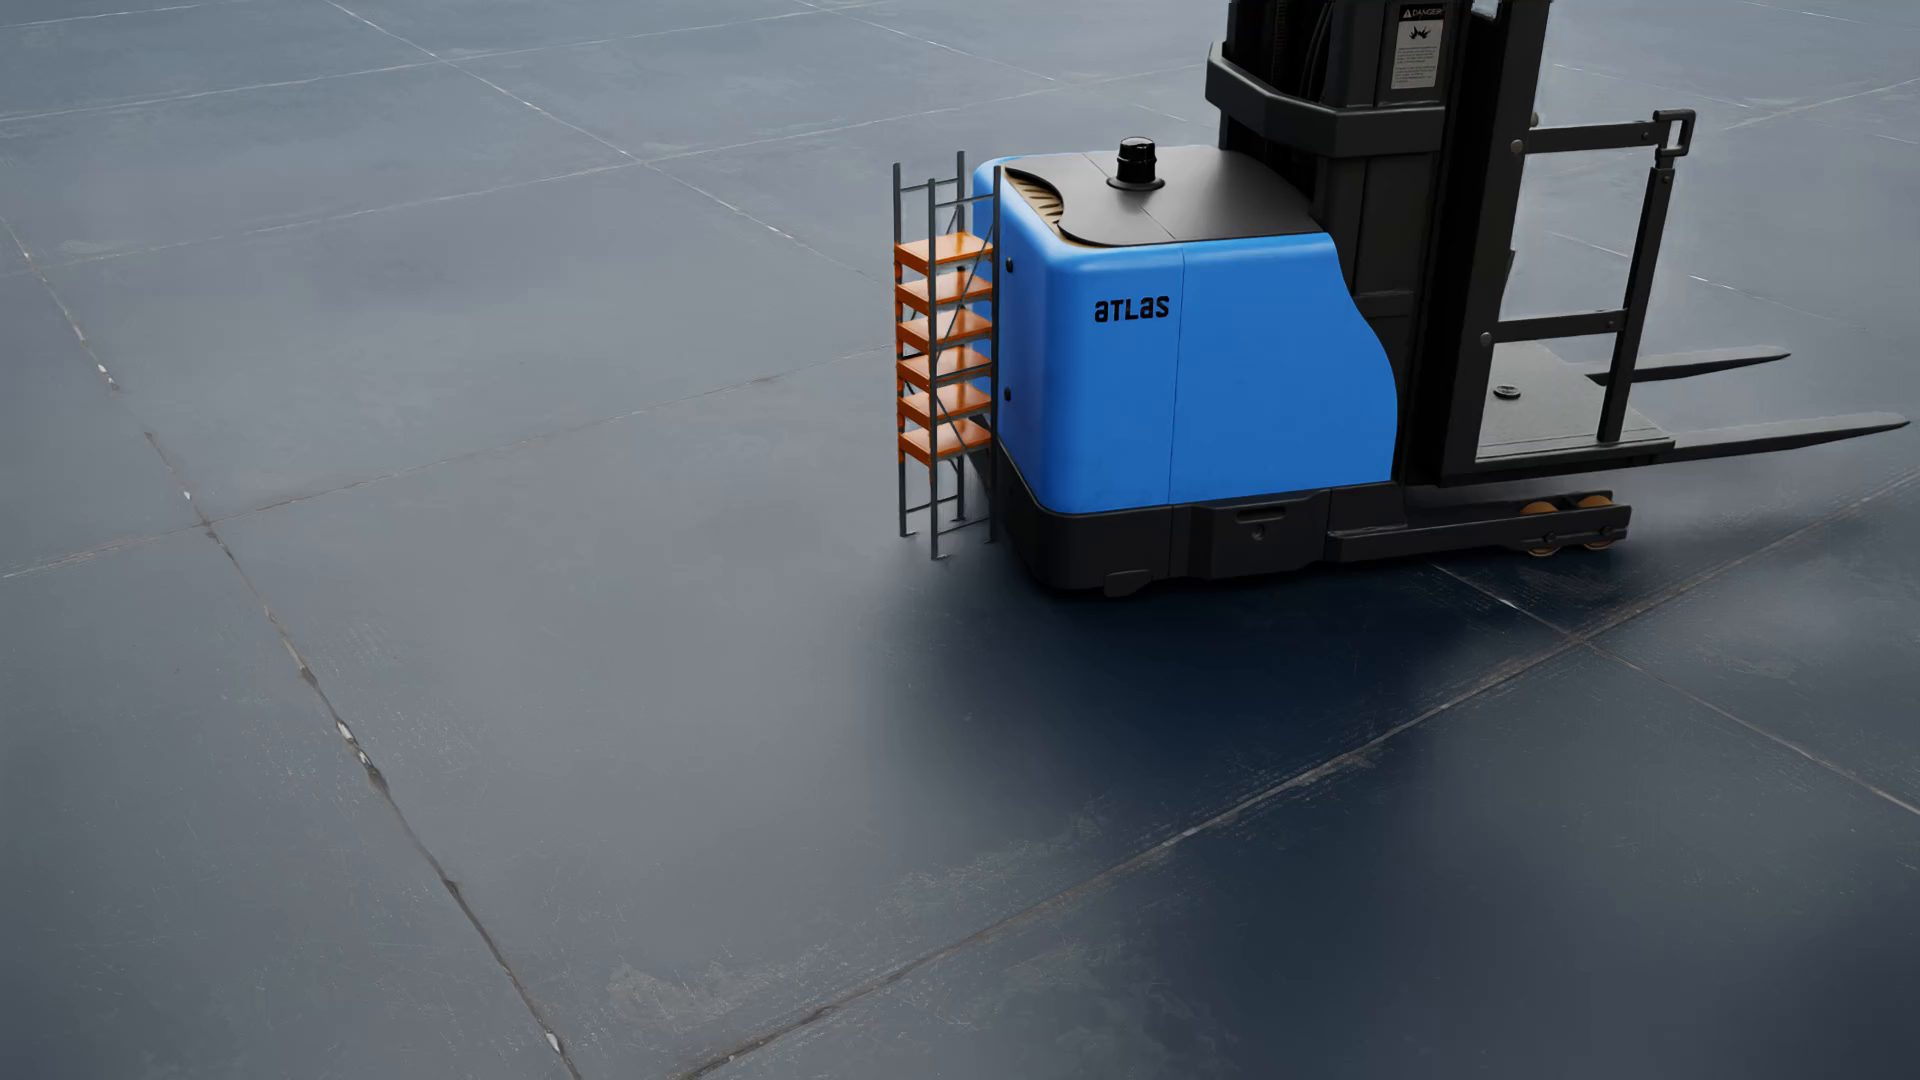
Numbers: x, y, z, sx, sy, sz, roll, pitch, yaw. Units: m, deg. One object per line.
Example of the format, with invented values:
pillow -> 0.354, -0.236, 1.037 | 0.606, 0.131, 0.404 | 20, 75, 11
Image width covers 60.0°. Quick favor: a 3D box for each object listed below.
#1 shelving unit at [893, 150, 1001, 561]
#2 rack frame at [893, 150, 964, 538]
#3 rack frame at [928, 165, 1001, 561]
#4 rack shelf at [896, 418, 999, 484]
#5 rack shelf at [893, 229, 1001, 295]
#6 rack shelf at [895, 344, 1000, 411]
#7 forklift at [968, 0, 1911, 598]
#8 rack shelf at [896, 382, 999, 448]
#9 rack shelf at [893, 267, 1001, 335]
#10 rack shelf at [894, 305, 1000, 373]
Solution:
shelving unit -> -0.038, -0.531, 4.971 | 0.258, 1.200, 0.189 | -18, 33, -29
rack frame -> -0.089, -0.567, 5.038 | 0.240, 1.200, 0.006 | -18, 33, -29
rack frame -> 0.013, -0.495, 4.904 | 0.240, 1.200, 0.006 | -18, 33, -29
rack shelf -> -0.038, -0.281, 5.107 | 0.258, 0.103, 0.180 | -18, 33, -29
rack shelf -> -0.038, -0.808, 4.820 | 0.258, 0.103, 0.180 | -18, 33, -29
rack shelf -> -0.038, -0.492, 4.992 | 0.258, 0.103, 0.180 | -18, 33, -29
forklift -> 1.600, -1.476, 4.896 | 3.031, 2.935, 1.130 | -6, 29, -11
rack shelf -> -0.038, -0.387, 5.049 | 0.258, 0.103, 0.180 | -18, 33, -29
rack shelf -> -0.038, -0.703, 4.878 | 0.258, 0.103, 0.180 | -18, 33, -29
rack shelf -> -0.038, -0.598, 4.935 | 0.258, 0.103, 0.180 | -18, 33, -29
